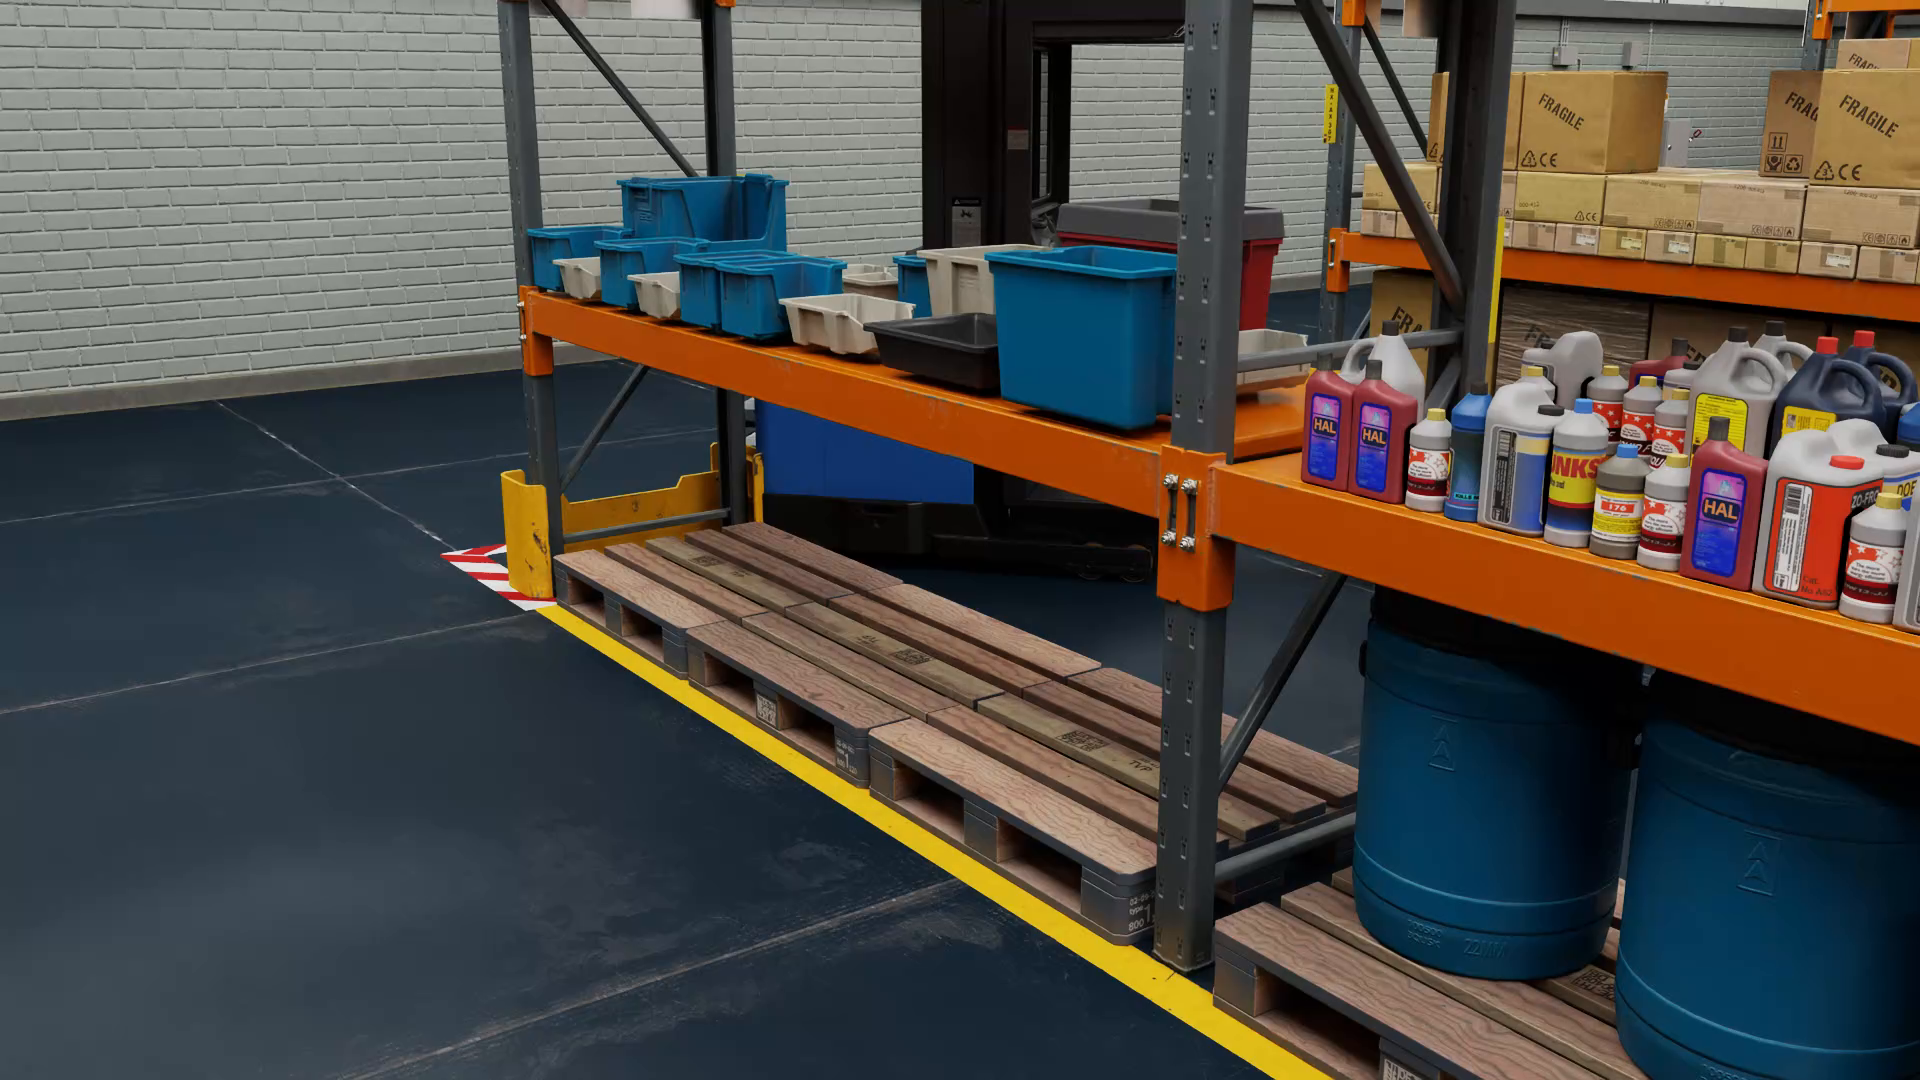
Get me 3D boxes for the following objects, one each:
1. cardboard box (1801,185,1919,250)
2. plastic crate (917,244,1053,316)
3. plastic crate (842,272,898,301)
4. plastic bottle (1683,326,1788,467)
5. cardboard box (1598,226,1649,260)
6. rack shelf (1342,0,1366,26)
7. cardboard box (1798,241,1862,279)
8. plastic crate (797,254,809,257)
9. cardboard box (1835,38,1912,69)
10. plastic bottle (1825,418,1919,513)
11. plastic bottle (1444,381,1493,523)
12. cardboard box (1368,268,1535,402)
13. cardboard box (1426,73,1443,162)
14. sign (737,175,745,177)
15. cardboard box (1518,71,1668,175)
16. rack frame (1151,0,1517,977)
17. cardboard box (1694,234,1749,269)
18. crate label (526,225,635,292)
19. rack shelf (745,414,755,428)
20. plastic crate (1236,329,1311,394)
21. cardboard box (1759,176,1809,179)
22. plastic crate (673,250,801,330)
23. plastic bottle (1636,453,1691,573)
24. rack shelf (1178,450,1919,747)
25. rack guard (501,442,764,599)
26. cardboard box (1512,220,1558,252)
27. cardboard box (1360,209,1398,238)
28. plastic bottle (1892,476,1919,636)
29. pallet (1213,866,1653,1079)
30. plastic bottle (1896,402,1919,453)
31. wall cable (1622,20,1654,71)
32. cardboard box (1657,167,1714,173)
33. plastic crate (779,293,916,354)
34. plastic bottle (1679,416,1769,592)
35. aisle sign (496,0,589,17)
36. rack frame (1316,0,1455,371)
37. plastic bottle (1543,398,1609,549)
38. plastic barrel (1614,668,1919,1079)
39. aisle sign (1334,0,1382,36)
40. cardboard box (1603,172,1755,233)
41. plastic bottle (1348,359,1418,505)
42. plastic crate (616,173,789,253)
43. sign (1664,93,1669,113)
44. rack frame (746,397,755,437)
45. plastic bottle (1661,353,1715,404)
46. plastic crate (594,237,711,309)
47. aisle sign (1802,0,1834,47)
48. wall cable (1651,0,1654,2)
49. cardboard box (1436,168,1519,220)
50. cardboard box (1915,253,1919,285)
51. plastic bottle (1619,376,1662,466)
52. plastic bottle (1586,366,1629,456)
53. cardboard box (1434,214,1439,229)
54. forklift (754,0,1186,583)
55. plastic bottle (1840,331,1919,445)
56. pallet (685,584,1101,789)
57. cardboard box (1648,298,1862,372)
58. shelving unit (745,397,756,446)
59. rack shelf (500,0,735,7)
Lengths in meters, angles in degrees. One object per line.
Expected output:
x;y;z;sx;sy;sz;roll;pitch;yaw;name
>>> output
4.155;-1.458;7.443;0.500;0.250;0.500;-10;18;-33;cardboard box
0.178;-0.781;5.359;0.437;0.282;0.530;-11;19;-35;plastic crate
-0.268;-0.884;6.011;0.298;0.136;0.250;-11;19;-35;plastic crate
1.616;-0.263;3.449;0.144;0.351;0.185;-11;19;-35;plastic bottle
3.429;-1.501;8.355;0.380;0.149;0.250;-11;19;-36;cardboard box
3.757;-2.750;8.124;1.077;0.370;4.000;-11;19;-35;rack shelf
4.036;-1.281;7.551;0.380;0.149;0.250;-10;18;-34;cardboard box
-0.799;-1.065;6.669;0.396;0.136;0.243;-11;19;-35;plastic crate
6.702;-3.363;12.034;0.500;0.500;0.500;-11;19;-35;cardboard box
1.558;-0.063;2.858;0.152;0.276;0.135;-11;19;-35;plastic bottle
1.016;-0.177;3.285;0.097;0.271;0.097;0;15;0;plastic bottle
3.023;-1.131;9.756;0.875;0.875;0.875;-11;19;-35;cardboard box
3.081;-2.447;9.635;0.500;0.500;0.500;-11;19;-34;cardboard box
-0.989;-1.476;7.479;0.100;0.325;0.005;-11;19;-35;sign
3.249;-2.150;8.548;0.500;0.500;0.500;-11;19;-36;cardboard box
0.927;-0.455;4.055;1.000;3.000;0.127;-11;19;-35;rack frame
3.733;-1.391;7.952;0.380;0.149;0.250;-11;19;-35;cardboard box
-1.546;-1.153;6.811;0.416;0.233;0.303;-11;19;-35;crate label
-0.945;-0.581;8.280;0.200;0.077;0.258;3;16;12;rack shelf
0.769;-0.478;4.526;0.396;0.136;0.243;-11;19;-35;plastic crate
4.271;-1.652;8.152;0.500;0.250;0.500;-10;18;-33;cardboard box
-0.772;-0.872;5.784;0.416;0.233;0.300;-11;19;-35;plastic crate
1.267;-0.052;2.961;0.097;0.201;0.097;0;15;0;plastic bottle
2.103;0.319;2.590;1.077;0.370;4.000;-11;19;-35;rack shelf
-1.449;-0.106;7.517;1.175;0.500;0.348;-11;19;-35;rack guard
3.129;-1.610;8.753;0.380;0.149;0.250;-11;19;-36;cardboard box
2.523;-1.829;9.554;0.380;0.149;0.250;-11;19;-34;cardboard box
1.572;0.010;2.591;0.152;0.276;0.135;-11;19;-35;plastic bottle
1.347;1.062;3.798;1.003;0.211;1.213;-11;19;-35;pallet
1.842;-0.150;3.184;0.097;0.271;0.097;0;15;0;plastic bottle
8.404;-5.529;20.670;0.588;1.984;0.122;-11;19;-35;wall cable
3.678;-1.869;8.945;0.500;0.250;0.500;-12;19;-36;cardboard box
-0.340;-0.682;5.270;0.293;0.136;0.466;-11;19;-35;plastic crate
1.320;-0.064;2.850;0.061;0.283;0.133;-11;19;-35;plastic bottle
-1.707;-2.532;6.721;0.394;0.787;0.004;-11;19;-35;aisle sign
2.582;-2.078;9.985;1.000;3.000;0.127;-11;19;-35;rack frame
1.152;-0.128;3.104;0.097;0.271;0.097;0;15;0;plastic bottle
1.649;0.625;3.290;0.600;0.901;0.708;-11;19;-35;plastic barrel
2.297;-3.300;9.528;0.394;0.787;0.004;-11;19;-35;aisle sign
3.560;-1.676;8.238;0.500;0.250;0.500;-11;19;-36;cardboard box
0.876;-0.225;3.439;0.061;0.283;0.133;-11;19;-35;plastic bottle
-1.077;-1.312;7.008;0.616;0.435;0.499;-11;19;-35;plastic crate
8.882;-5.545;21.090;0.339;0.242;0.001;-11;19;-35;sign
-1.044;-0.532;8.316;0.006;0.900;0.240;3;16;12;rack frame
1.635;-0.283;3.663;0.152;0.276;0.135;-11;19;-35;plastic bottle
-1.159;-1.013;6.297;0.416;0.233;0.300;-11;19;-35;plastic crate
6.367;-4.049;12.263;0.394;0.787;0.004;-11;19;-35;aisle sign
7.635;-7.796;19.516;2.355;3.000;0.029;-11;19;-35;wall cable
2.956;-1.894;9.036;0.500;0.250;0.500;-11;19;-35;cardboard box
4.337;-1.172;7.151;0.380;0.149;0.250;-10;18;-33;cardboard box
1.540;-0.266;3.744;0.097;0.201;0.097;0;15;0;plastic bottle
1.511;-0.304;3.882;0.097;0.201;0.097;0;15;0;plastic bottle
2.826;-1.720;9.155;0.380;0.149;0.250;-11;19;-36;cardboard box
0.611;-1.378;7.559;3.031;2.935;1.130;3;16;12;forklift
1.841;-0.246;3.386;0.144;0.351;0.185;-11;19;-35;plastic bottle
-0.258;0.479;5.928;1.003;0.211;1.213;-11;19;-35;pallet
4.081;-0.747;8.352;0.875;0.875;0.875;-11;19;-35;cardboard box
-0.945;-0.526;8.295;0.210;0.900;0.258;3;16;12;shelving unit
-0.249;-1.982;5.315;1.077;0.370;4.000;-11;19;-35;rack shelf
